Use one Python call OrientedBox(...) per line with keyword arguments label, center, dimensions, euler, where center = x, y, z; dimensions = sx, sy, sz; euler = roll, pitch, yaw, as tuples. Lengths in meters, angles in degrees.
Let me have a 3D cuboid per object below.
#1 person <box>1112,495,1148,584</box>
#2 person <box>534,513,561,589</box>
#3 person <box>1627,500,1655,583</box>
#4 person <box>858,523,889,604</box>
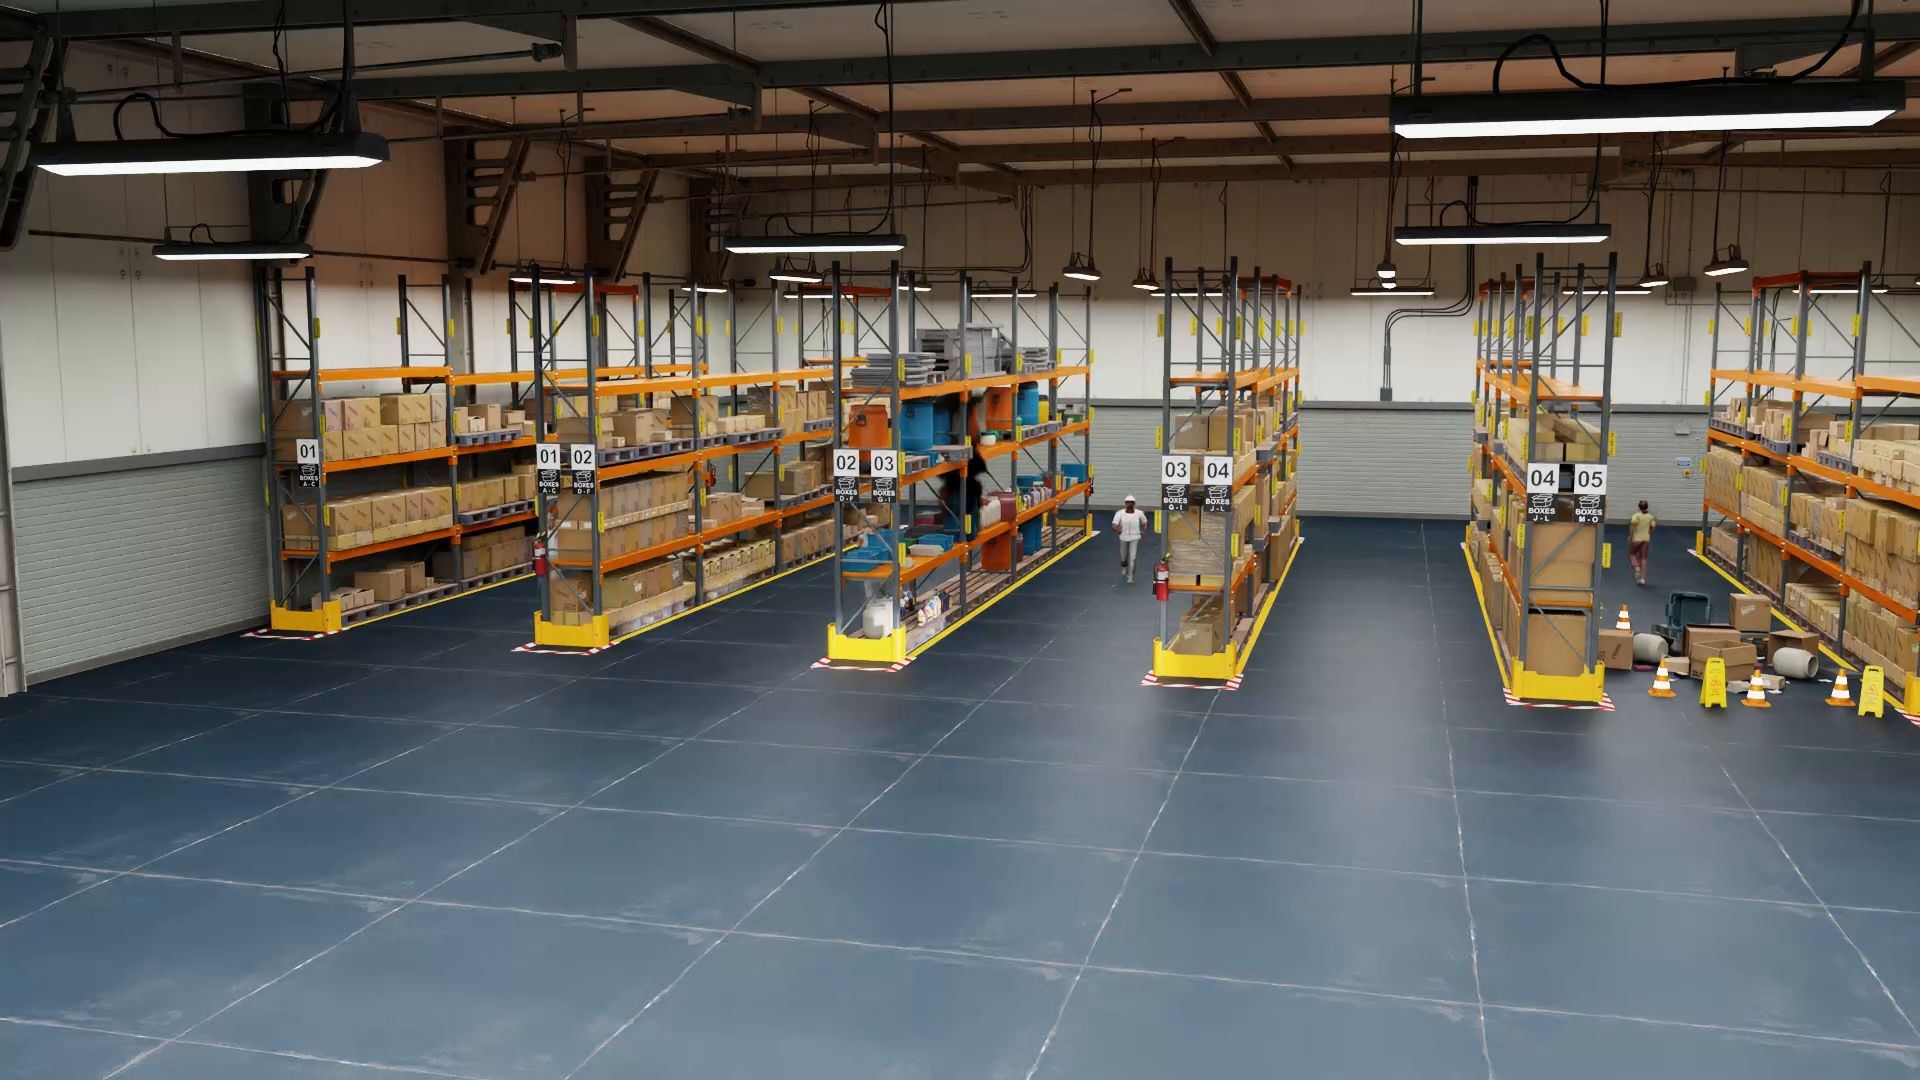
OrientedBox(label="person", center=(3.361, -0.017, 32.862), dimensions=(0.714, 1.733, 0.791), euler=(1, 7, 7))
OrientedBox(label="person", center=(-7.285, 0.376, 29.679), dimensions=(0.674, 1.740, 0.782), euler=(1, 7, 7))
OrientedBox(label="person", center=(13.460, 0.022, 32.925), dimensions=(0.560, 1.624, 0.621), euler=(0, 7, 2))
OrientedBox(label="person", center=(-1.503, 0.467, 29.741), dimensions=(0.604, 1.625, 1.001), euler=(3, 8, 21))
